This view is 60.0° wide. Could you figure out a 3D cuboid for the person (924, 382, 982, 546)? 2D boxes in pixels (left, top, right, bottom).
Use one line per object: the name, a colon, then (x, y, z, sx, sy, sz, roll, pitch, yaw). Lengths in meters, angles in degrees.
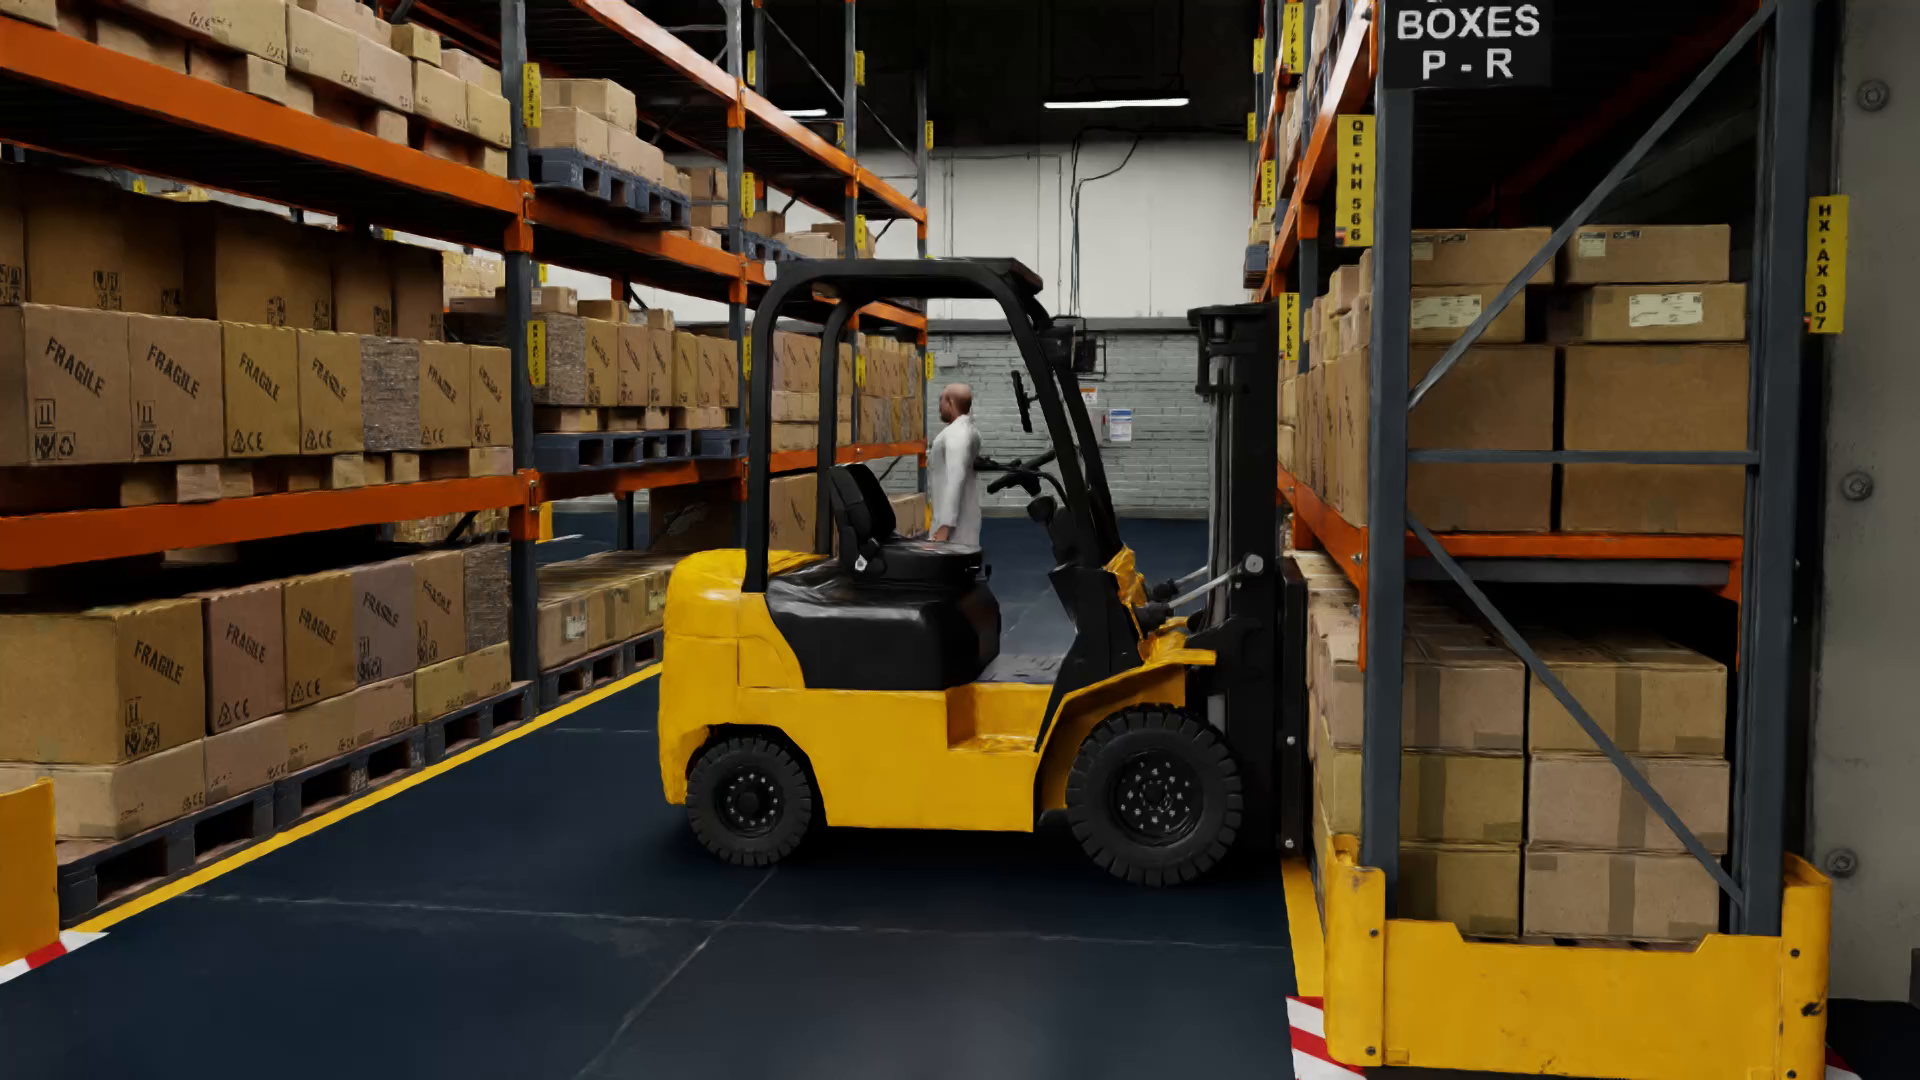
person: (-0.018, -0.072, 10.302, 0.467, 1.803, 0.674, 1, 4, 7)
